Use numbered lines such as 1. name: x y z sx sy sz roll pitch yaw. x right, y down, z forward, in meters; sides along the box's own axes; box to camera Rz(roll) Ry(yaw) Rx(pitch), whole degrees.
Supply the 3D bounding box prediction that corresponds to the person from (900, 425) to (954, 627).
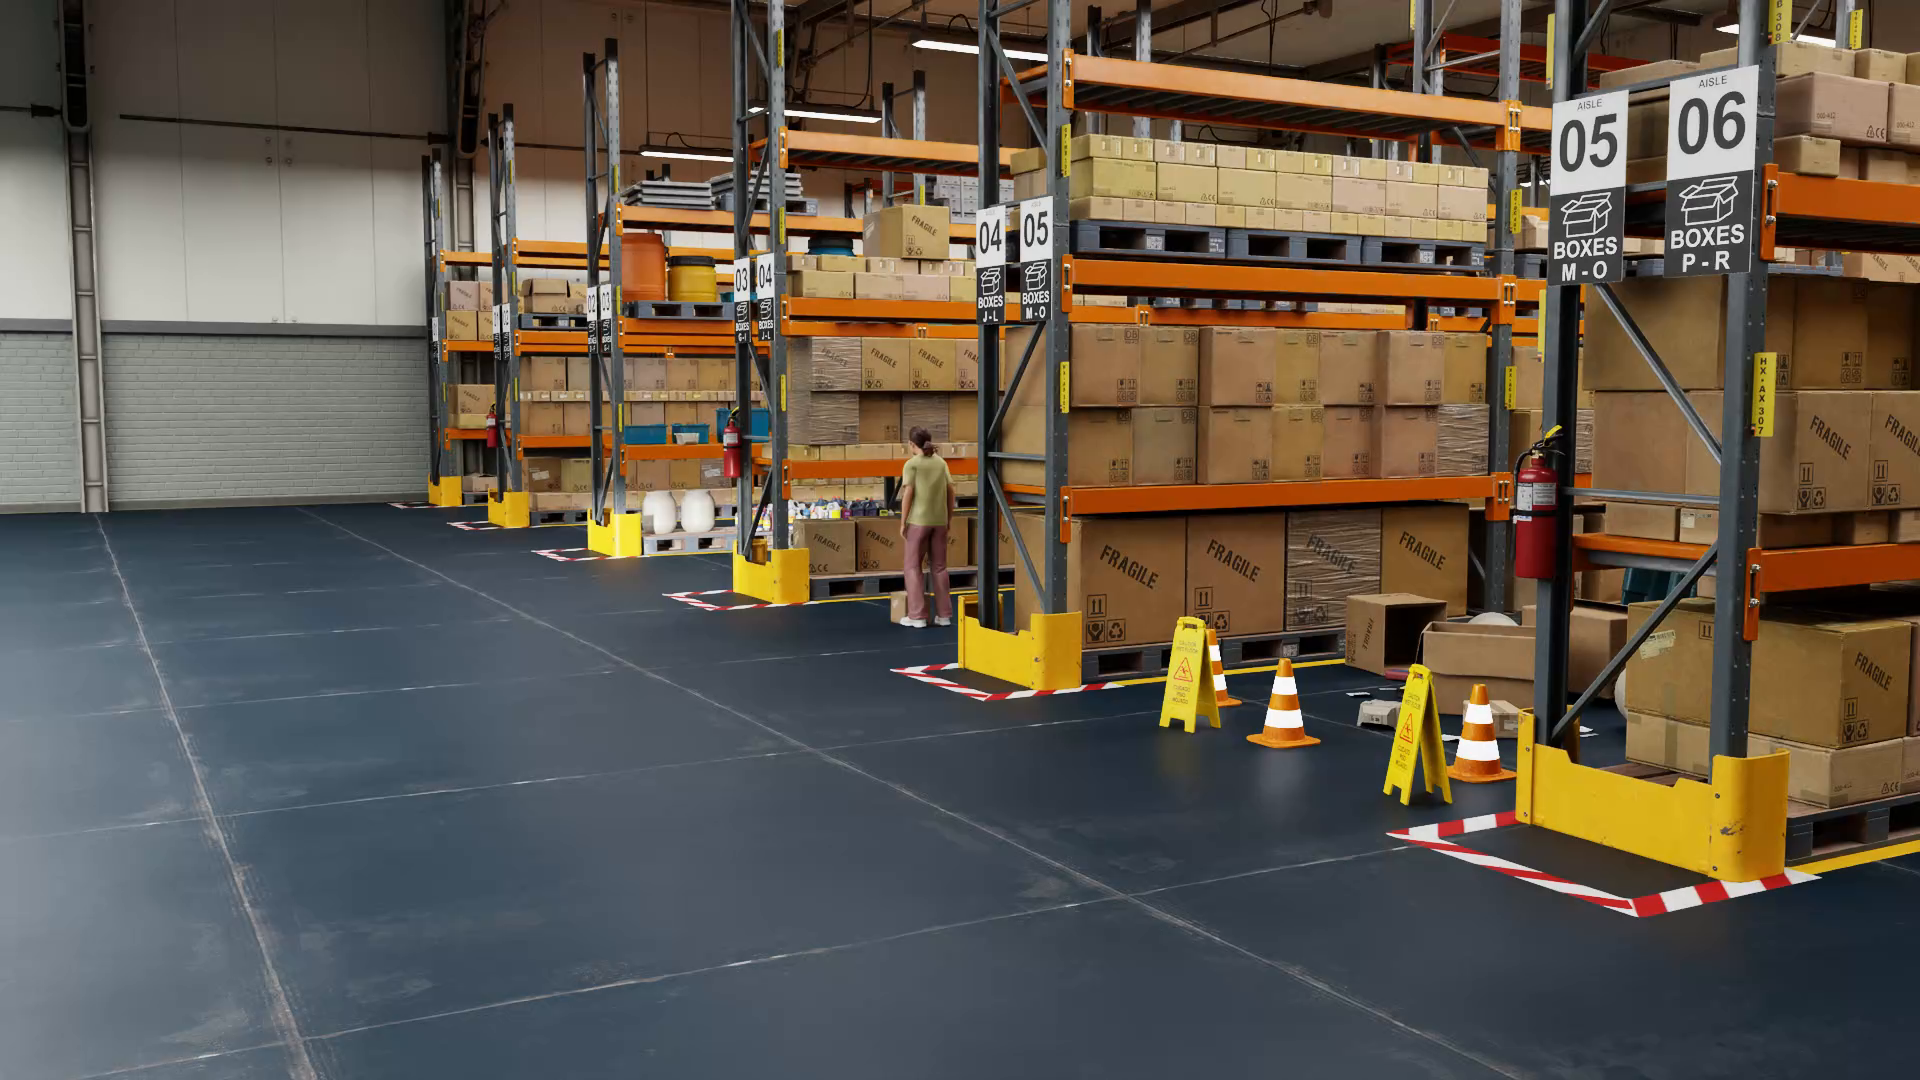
1. person: -0.289 -0.117 13.785 0.509 1.671 0.369 -3 6 -32
